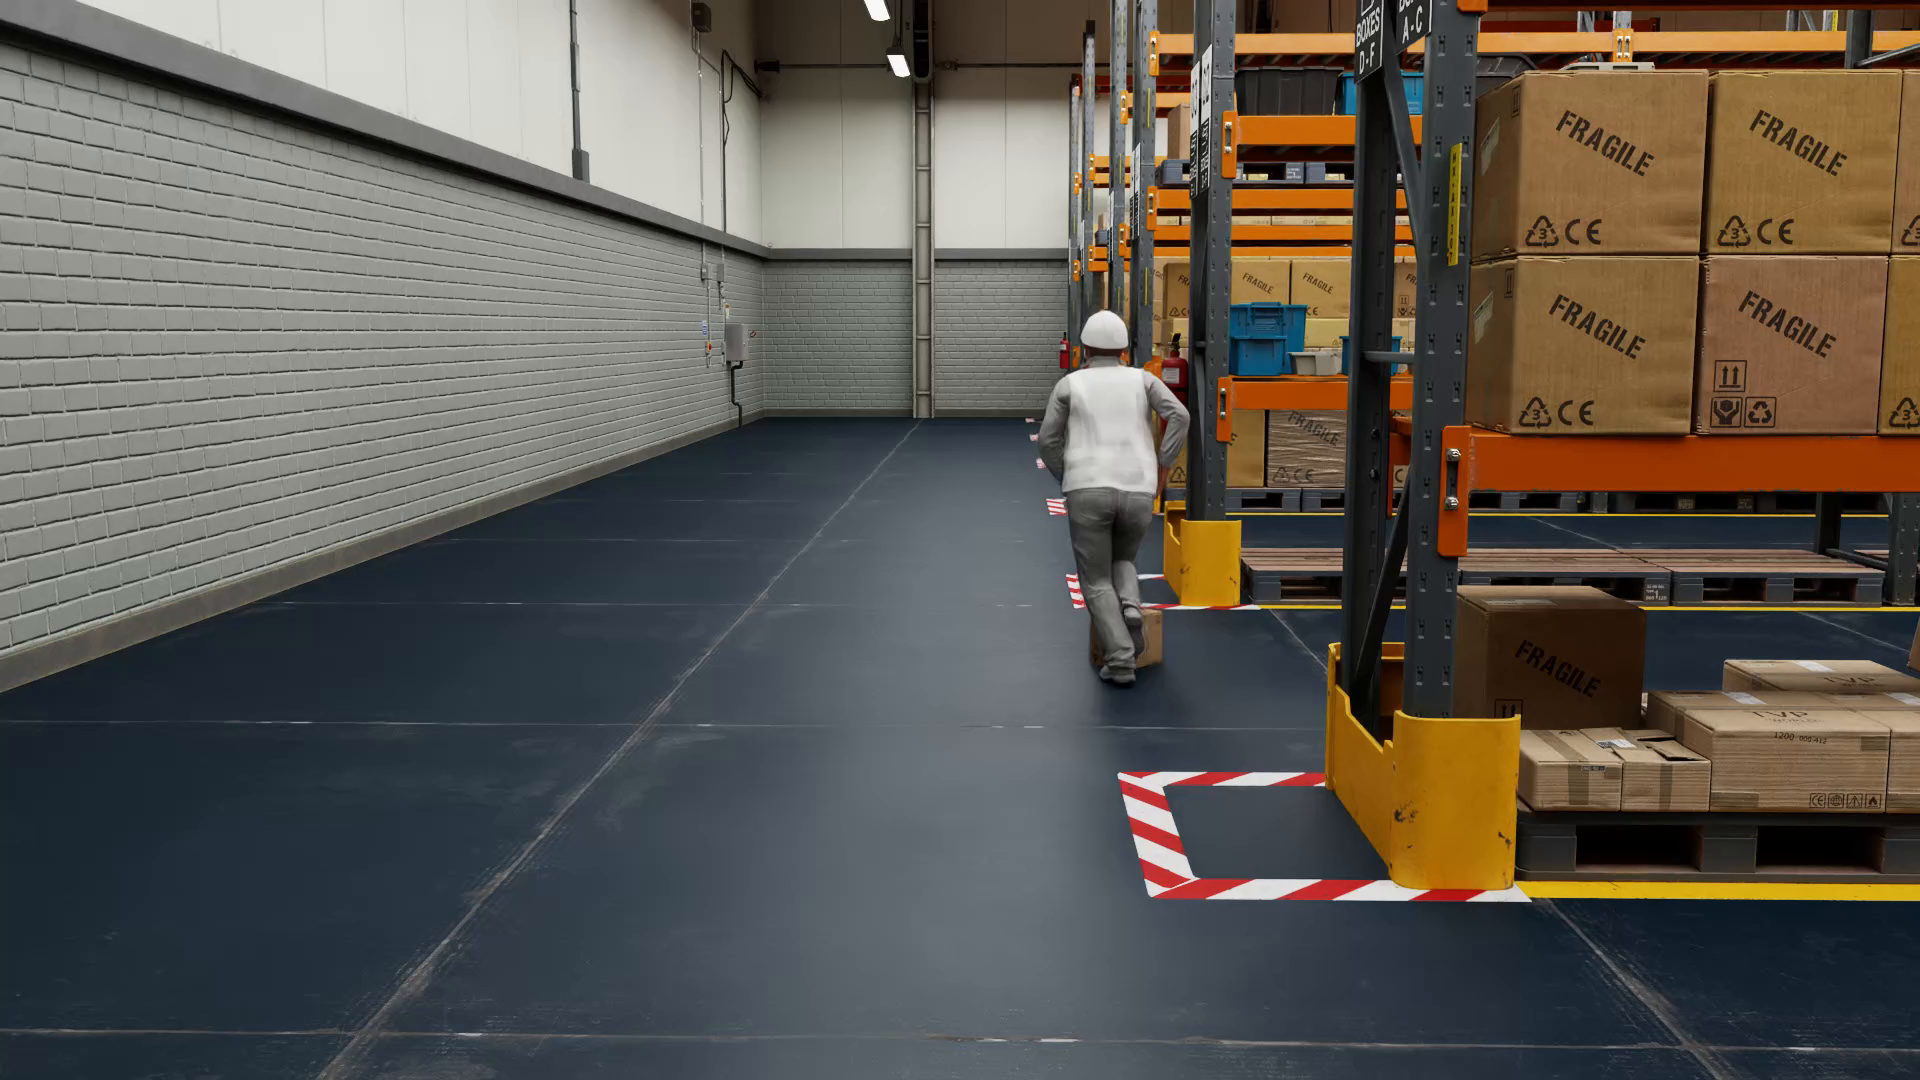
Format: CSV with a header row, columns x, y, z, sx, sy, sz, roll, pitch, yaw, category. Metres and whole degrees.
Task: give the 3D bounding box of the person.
x,y,z,sx,sy,sz,roll,pitch,yaw,category
0.712,-0.214,7.680,0.676,1.682,0.709,-1,7,-10,person
